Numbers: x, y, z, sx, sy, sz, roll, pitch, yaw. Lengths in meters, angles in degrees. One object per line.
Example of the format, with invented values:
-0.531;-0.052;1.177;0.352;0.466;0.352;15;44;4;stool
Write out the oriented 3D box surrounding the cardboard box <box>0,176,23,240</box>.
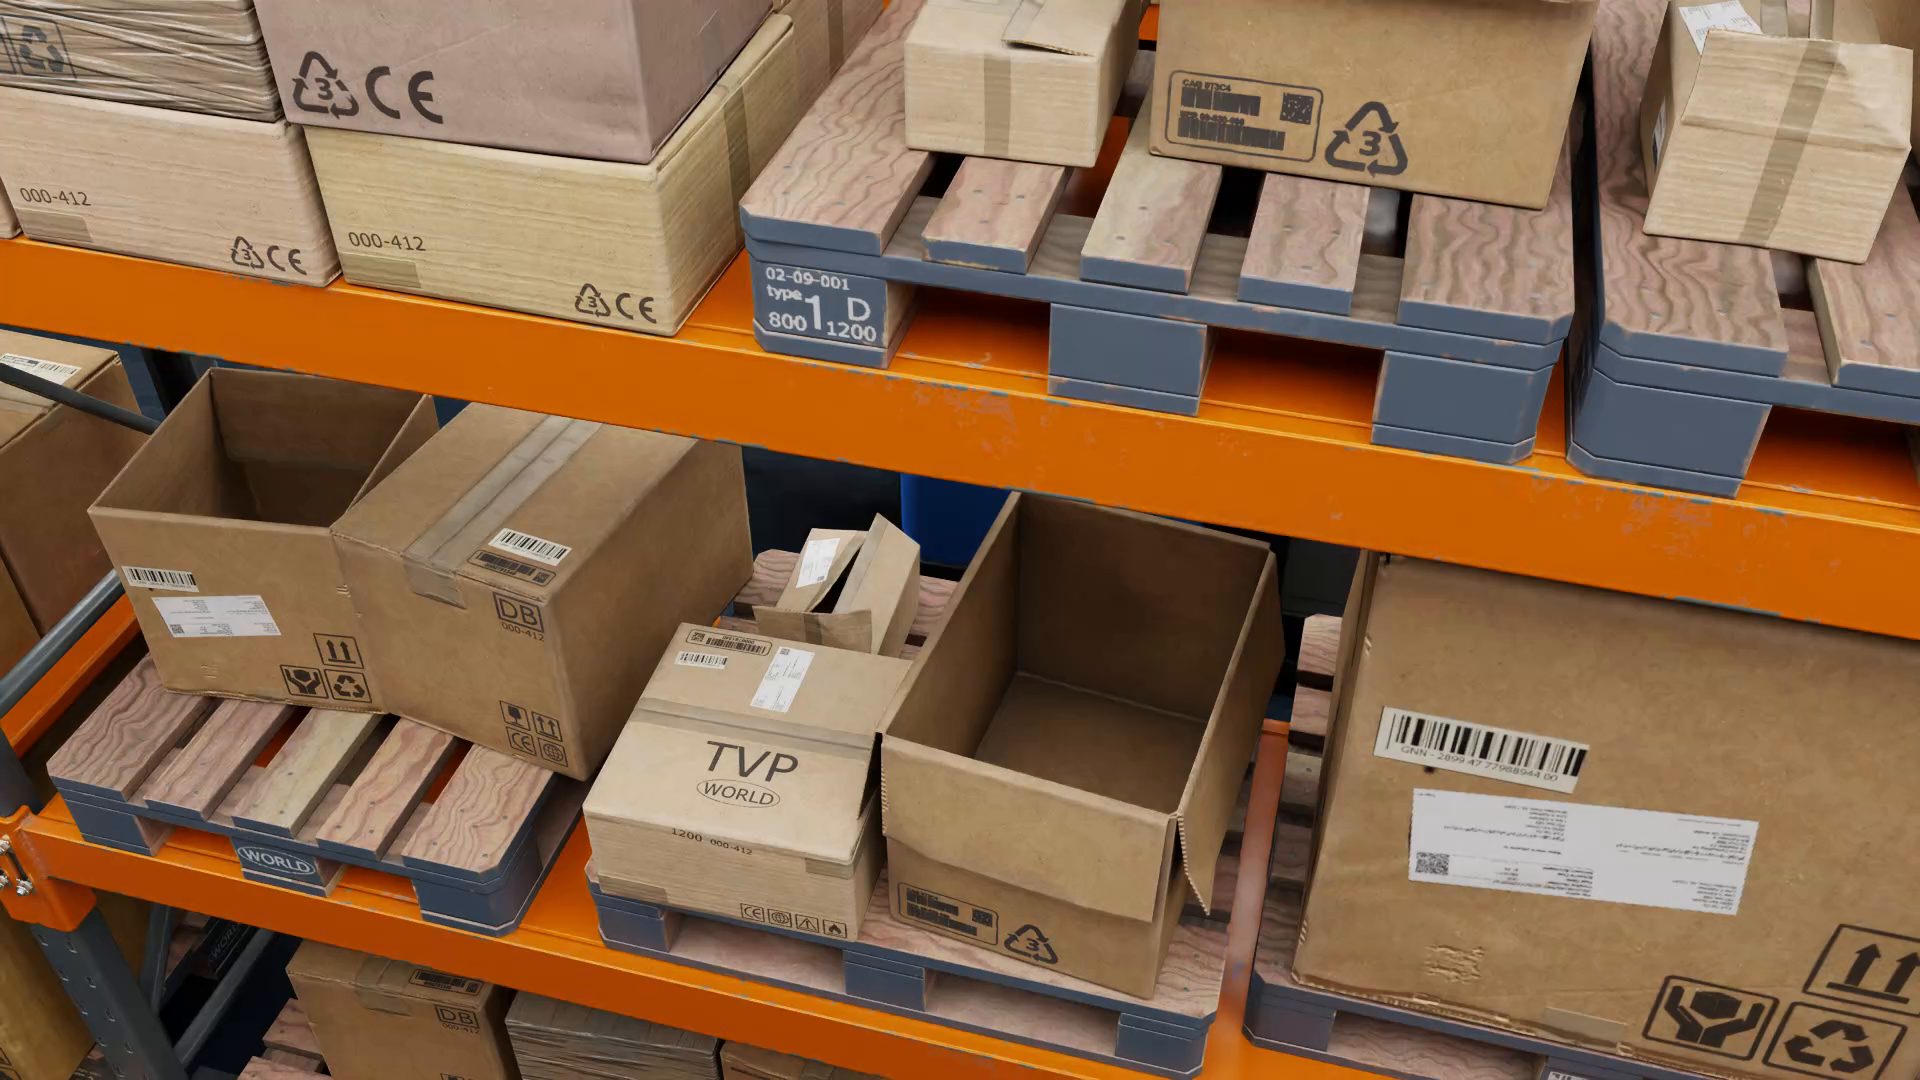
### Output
-1.545;-0.725;2.565;0.500;0.250;0.500;10;41;12;cardboard box

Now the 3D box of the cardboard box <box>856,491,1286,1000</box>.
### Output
0.232;0.364;3.077;0.637;0.503;0.797;14;42;16;cardboard box

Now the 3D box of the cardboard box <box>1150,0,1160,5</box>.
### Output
0.789;-2.564;6.892;0.500;0.500;0.500;10;41;11;cardboard box

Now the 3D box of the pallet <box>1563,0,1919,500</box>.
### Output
1.362;-0.450;2.268;1.003;0.211;1.213;10;41;11;pallet

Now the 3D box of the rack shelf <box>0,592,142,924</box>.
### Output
-3.865;0.073;4.390;4.000;0.370;1.077;10;41;11;rack shelf

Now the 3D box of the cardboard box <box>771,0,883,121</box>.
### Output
-0.444;-0.875;2.744;0.500;0.250;0.500;11;41;13;cardboard box

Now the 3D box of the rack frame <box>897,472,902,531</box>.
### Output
-0.144;-0.596;5.793;0.032;1.500;0.500;9;41;11;rack frame

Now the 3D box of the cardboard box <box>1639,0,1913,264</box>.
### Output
0.997;-0.557;2.026;0.258;0.266;0.396;11;41;13;cardboard box

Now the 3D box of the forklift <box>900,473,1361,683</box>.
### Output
1.360;-0.917;5.062;3.031;2.935;1.130;9;41;11;forklift

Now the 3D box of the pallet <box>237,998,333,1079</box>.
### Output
-1.179;1.329;4.504;1.213;0.211;1.003;10;41;11;pallet

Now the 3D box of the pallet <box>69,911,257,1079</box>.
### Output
-2.676;1.020;4.871;1.213;0.211;1.003;10;41;11;pallet

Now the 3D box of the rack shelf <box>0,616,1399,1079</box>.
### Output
-0.001;0.738;3.598;4.000;0.370;1.077;10;41;11;rack shelf

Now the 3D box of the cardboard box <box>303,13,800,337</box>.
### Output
-0.550;-0.560;2.368;0.500;0.250;0.500;11;41;12;cardboard box

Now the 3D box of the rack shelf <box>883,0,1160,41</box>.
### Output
1.378;-2.327;7.247;4.000;0.370;1.077;10;41;11;rack shelf

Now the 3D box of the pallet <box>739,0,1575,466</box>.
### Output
0.359;-0.621;2.471;1.003;0.211;1.213;10;41;11;pallet

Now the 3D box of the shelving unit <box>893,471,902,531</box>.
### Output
-0.638;-0.675;5.887;1.048;1.500;0.538;9;41;11;shelving unit

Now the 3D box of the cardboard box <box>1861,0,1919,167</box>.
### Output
1.502;-0.694;2.004;0.637;0.503;0.797;8;41;9;cardboard box

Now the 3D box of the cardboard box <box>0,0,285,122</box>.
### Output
-1.057;-0.924;2.219;0.500;0.500;0.500;10;41;12;cardboard box

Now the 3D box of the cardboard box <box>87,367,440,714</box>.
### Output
-1.401;-0.004;3.518;0.500;0.500;0.500;5;40;6;cardboard box

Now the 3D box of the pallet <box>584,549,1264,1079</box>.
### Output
-0.011;0.507;3.463;1.213;0.211;1.003;10;41;11;pallet

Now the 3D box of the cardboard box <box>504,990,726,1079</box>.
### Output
-0.742;1.102;4.207;0.500;0.500;0.700;7;40;8;cardboard box

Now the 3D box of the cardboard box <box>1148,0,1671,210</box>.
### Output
0.592;-0.850;2.190;0.637;0.503;0.797;11;41;13;cardboard box

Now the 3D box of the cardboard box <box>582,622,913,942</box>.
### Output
-0.374;0.448;3.174;0.500;0.250;0.500;9;41;10;cardboard box

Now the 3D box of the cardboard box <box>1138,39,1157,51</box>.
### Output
0.857;-1.933;7.643;0.750;0.750;1.050;10;41;12;cardboard box

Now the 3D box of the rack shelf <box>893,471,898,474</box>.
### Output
-0.638;-0.537;6.003;1.000;0.185;0.538;9;41;11;rack shelf

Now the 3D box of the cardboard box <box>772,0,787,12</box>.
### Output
-0.435;-1.154;2.493;0.500;0.500;0.500;10;41;12;cardboard box

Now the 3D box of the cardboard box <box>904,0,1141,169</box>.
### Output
0.094;-0.674;2.243;0.250;0.166;0.380;9;41;10;cardboard box

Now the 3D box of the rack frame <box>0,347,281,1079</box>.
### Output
-1.933;0.130;3.763;0.127;3.000;1.000;10;41;11;rack frame

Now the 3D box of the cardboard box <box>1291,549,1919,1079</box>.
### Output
1.199;0.186;2.904;1.000;1.000;1.000;10;41;12;cardboard box

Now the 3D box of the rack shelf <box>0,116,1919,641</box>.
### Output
-0.001;-0.411;2.633;4.000;0.370;1.077;10;41;11;rack shelf

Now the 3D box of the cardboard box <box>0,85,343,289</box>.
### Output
-1.049;-0.639;2.463;0.500;0.250;0.500;11;41;12;cardboard box

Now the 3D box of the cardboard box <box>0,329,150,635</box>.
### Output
-2.333;-0.158;4.028;0.500;0.500;0.500;11;41;13;cardboard box

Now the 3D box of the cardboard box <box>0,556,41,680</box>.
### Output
-2.474;0.164;3.645;0.500;0.500;0.500;11;41;13;cardboard box

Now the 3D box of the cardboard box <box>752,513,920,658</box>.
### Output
-0.253;0.130;3.540;0.258;0.266;0.396;9;41;10;cardboard box

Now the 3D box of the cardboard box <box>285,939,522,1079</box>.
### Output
-1.281;1.018;4.307;0.500;0.500;0.700;8;41;9;cardboard box

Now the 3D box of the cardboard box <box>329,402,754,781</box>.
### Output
-0.836;0.027;3.482;0.500;0.500;0.700;16;42;18;cardboard box

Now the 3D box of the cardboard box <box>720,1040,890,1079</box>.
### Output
-0.192;1.192;4.100;0.500;0.500;0.700;13;42;15;cardboard box

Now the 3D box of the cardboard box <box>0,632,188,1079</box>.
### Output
-2.595;0.655;4.463;0.875;0.875;1.225;8;41;9;cardboard box

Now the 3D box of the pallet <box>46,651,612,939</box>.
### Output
-1.217;0.256;3.762;1.003;0.211;1.213;10;41;11;pallet

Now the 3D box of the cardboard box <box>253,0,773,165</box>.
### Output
-0.569;-0.844;2.124;0.500;0.500;0.500;9;41;10;cardboard box

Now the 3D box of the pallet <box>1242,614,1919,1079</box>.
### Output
1.230;0.651;3.291;1.213;0.211;1.003;10;41;11;pallet
